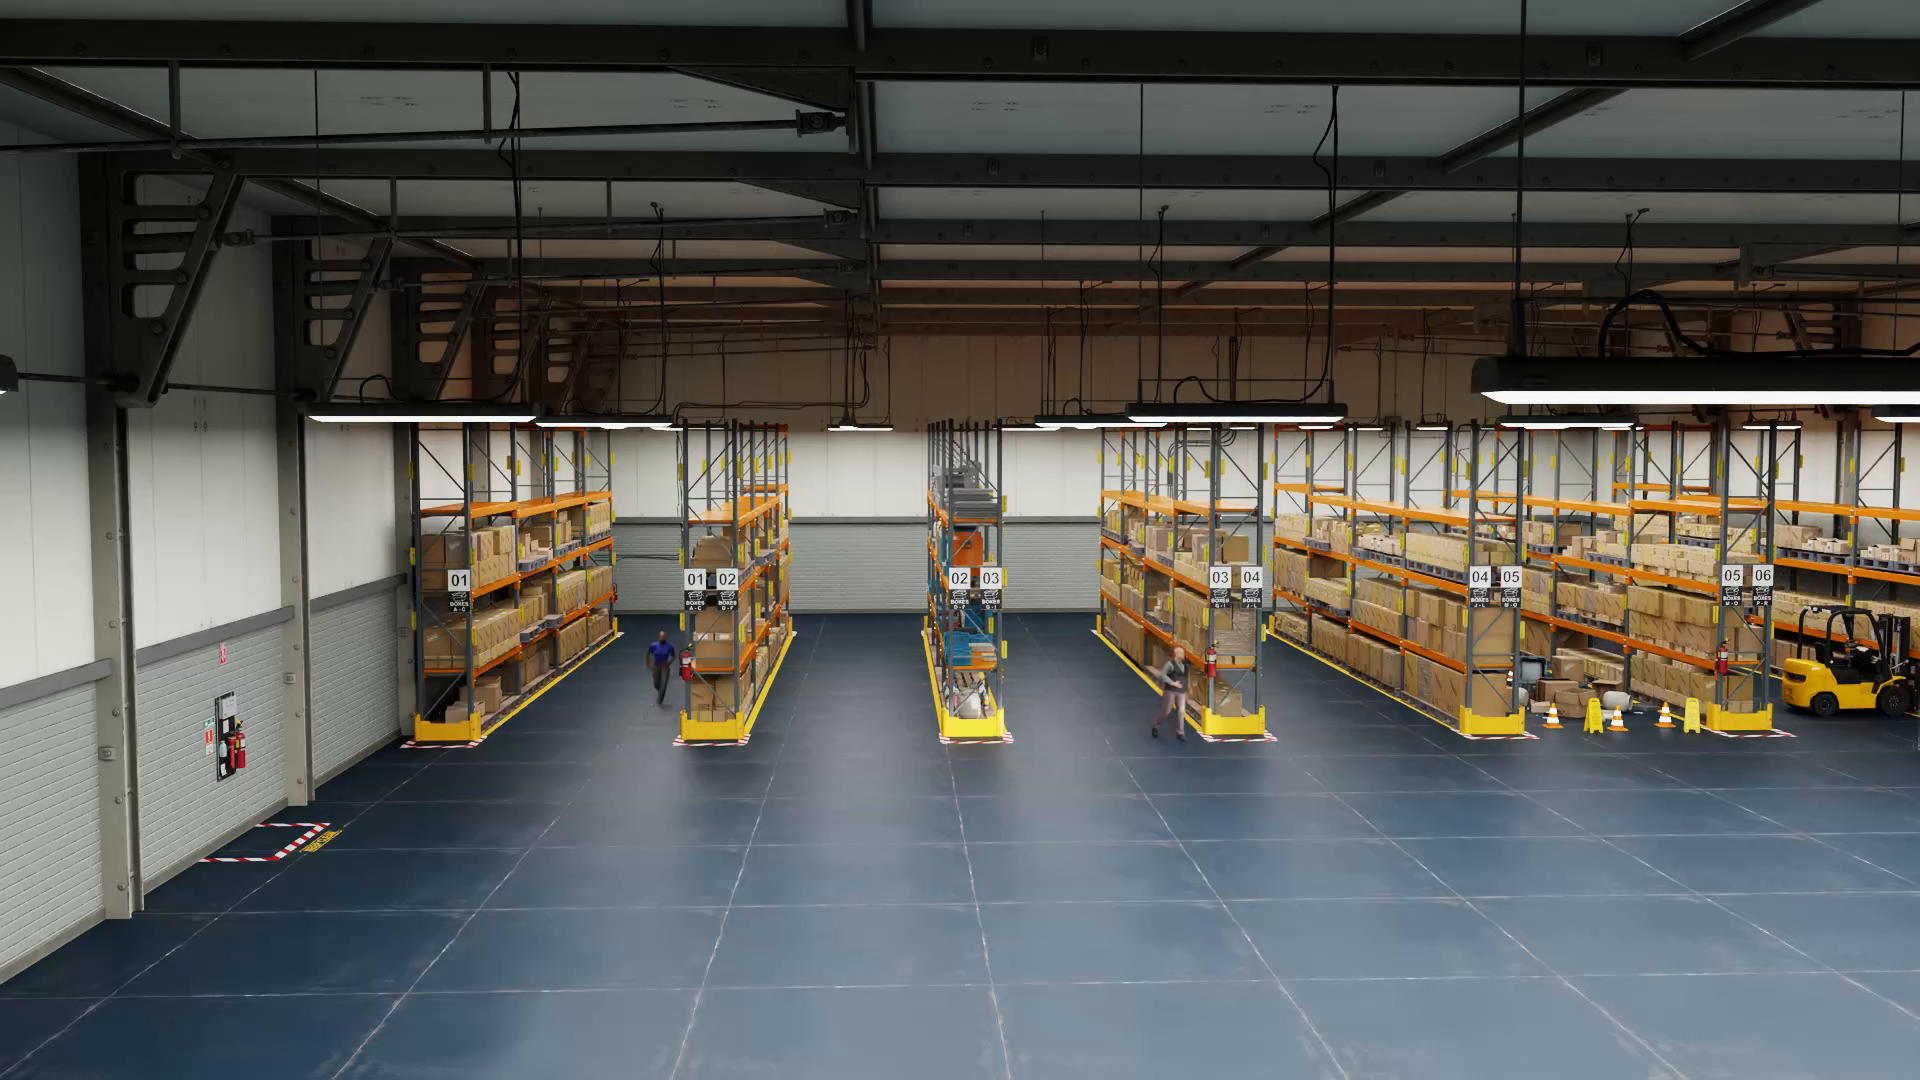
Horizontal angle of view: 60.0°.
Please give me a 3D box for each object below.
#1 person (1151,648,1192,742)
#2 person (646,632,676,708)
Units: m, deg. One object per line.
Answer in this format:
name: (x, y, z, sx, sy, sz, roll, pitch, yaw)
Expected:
person: (4.059, 2.858, 31.023, 0.717, 1.703, 0.919, -2, 4, -27)
person: (-6.264, 2.720, 34.854, 0.611, 1.595, 0.664, 0, 4, -7)
